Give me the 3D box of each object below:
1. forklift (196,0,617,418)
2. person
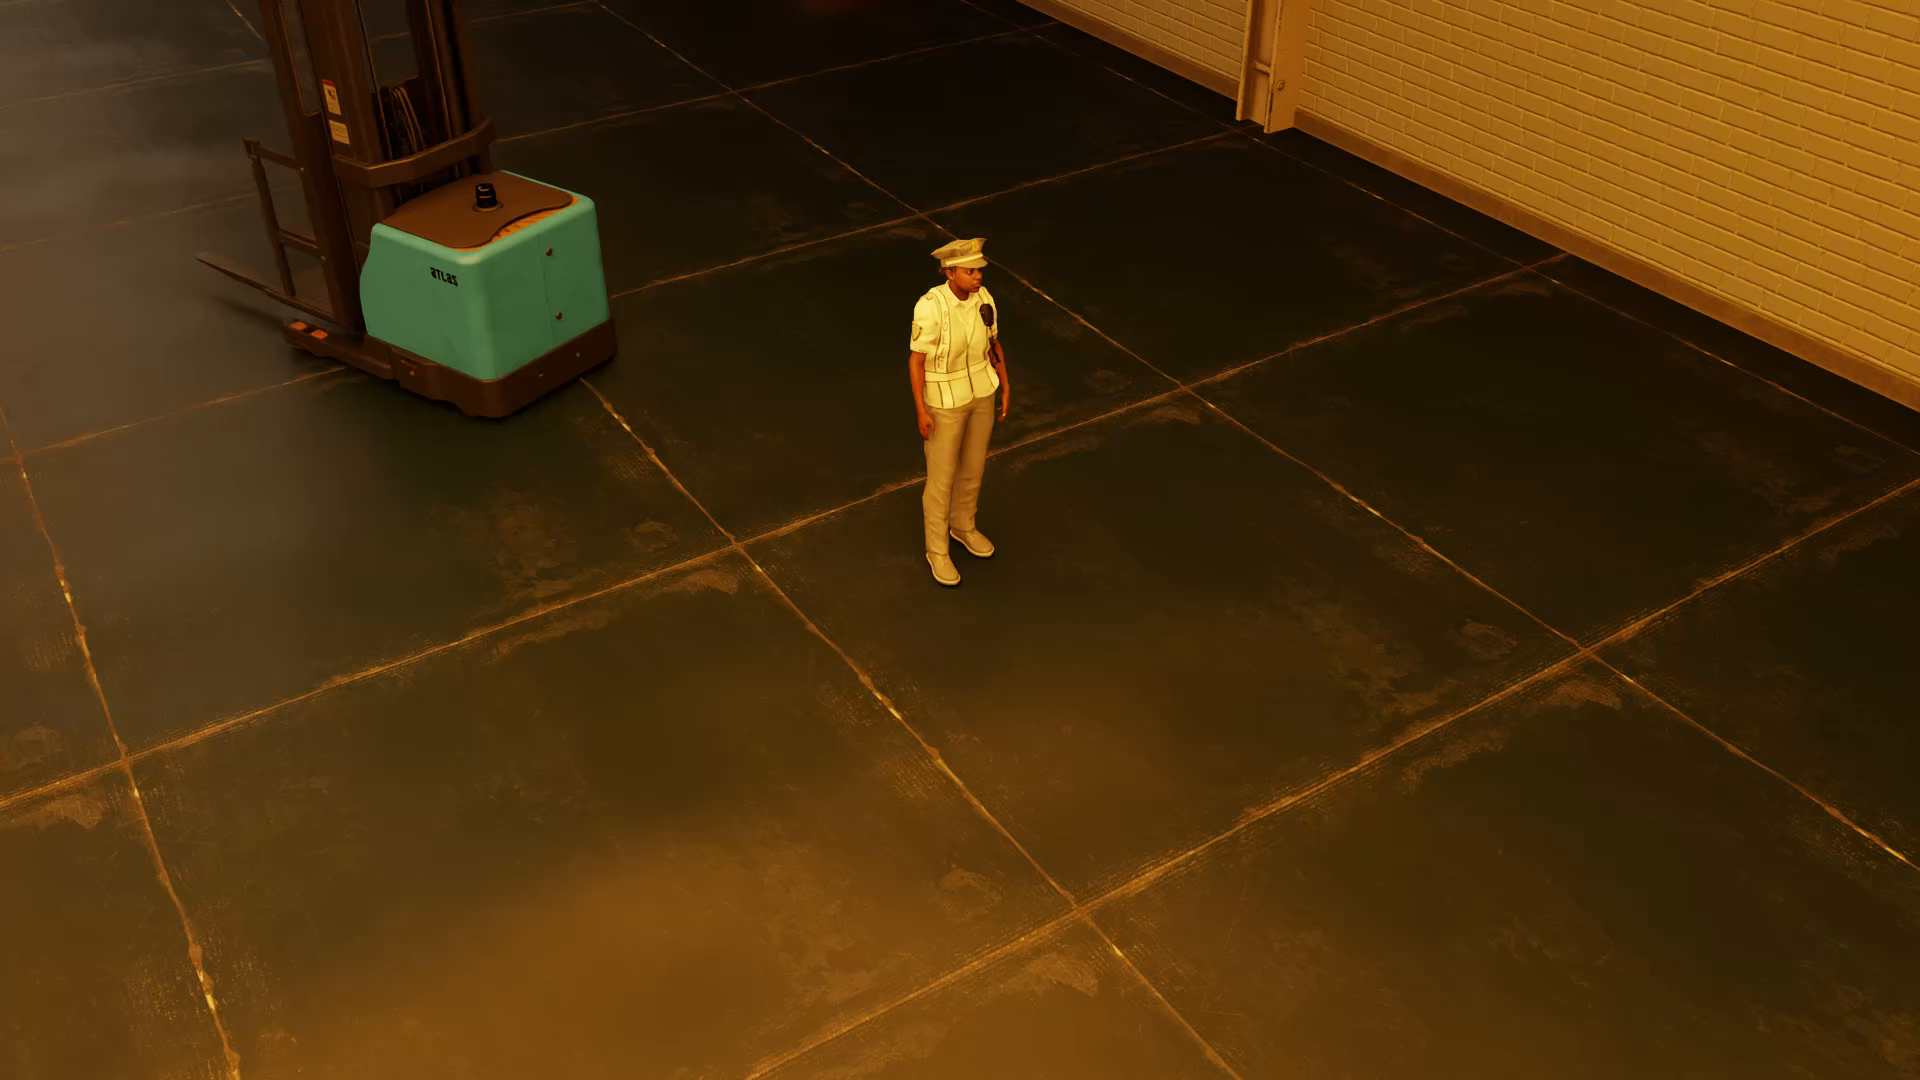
[{"bbox_3d":[-3.612,-2.559,9.790,3.031,2.935,1.130,22,40,28],"label":"forklift"},{"bbox_3d":[0.024,-0.657,8.145,0.569,1.695,0.528,-21,40,-27],"label":"person"}]
